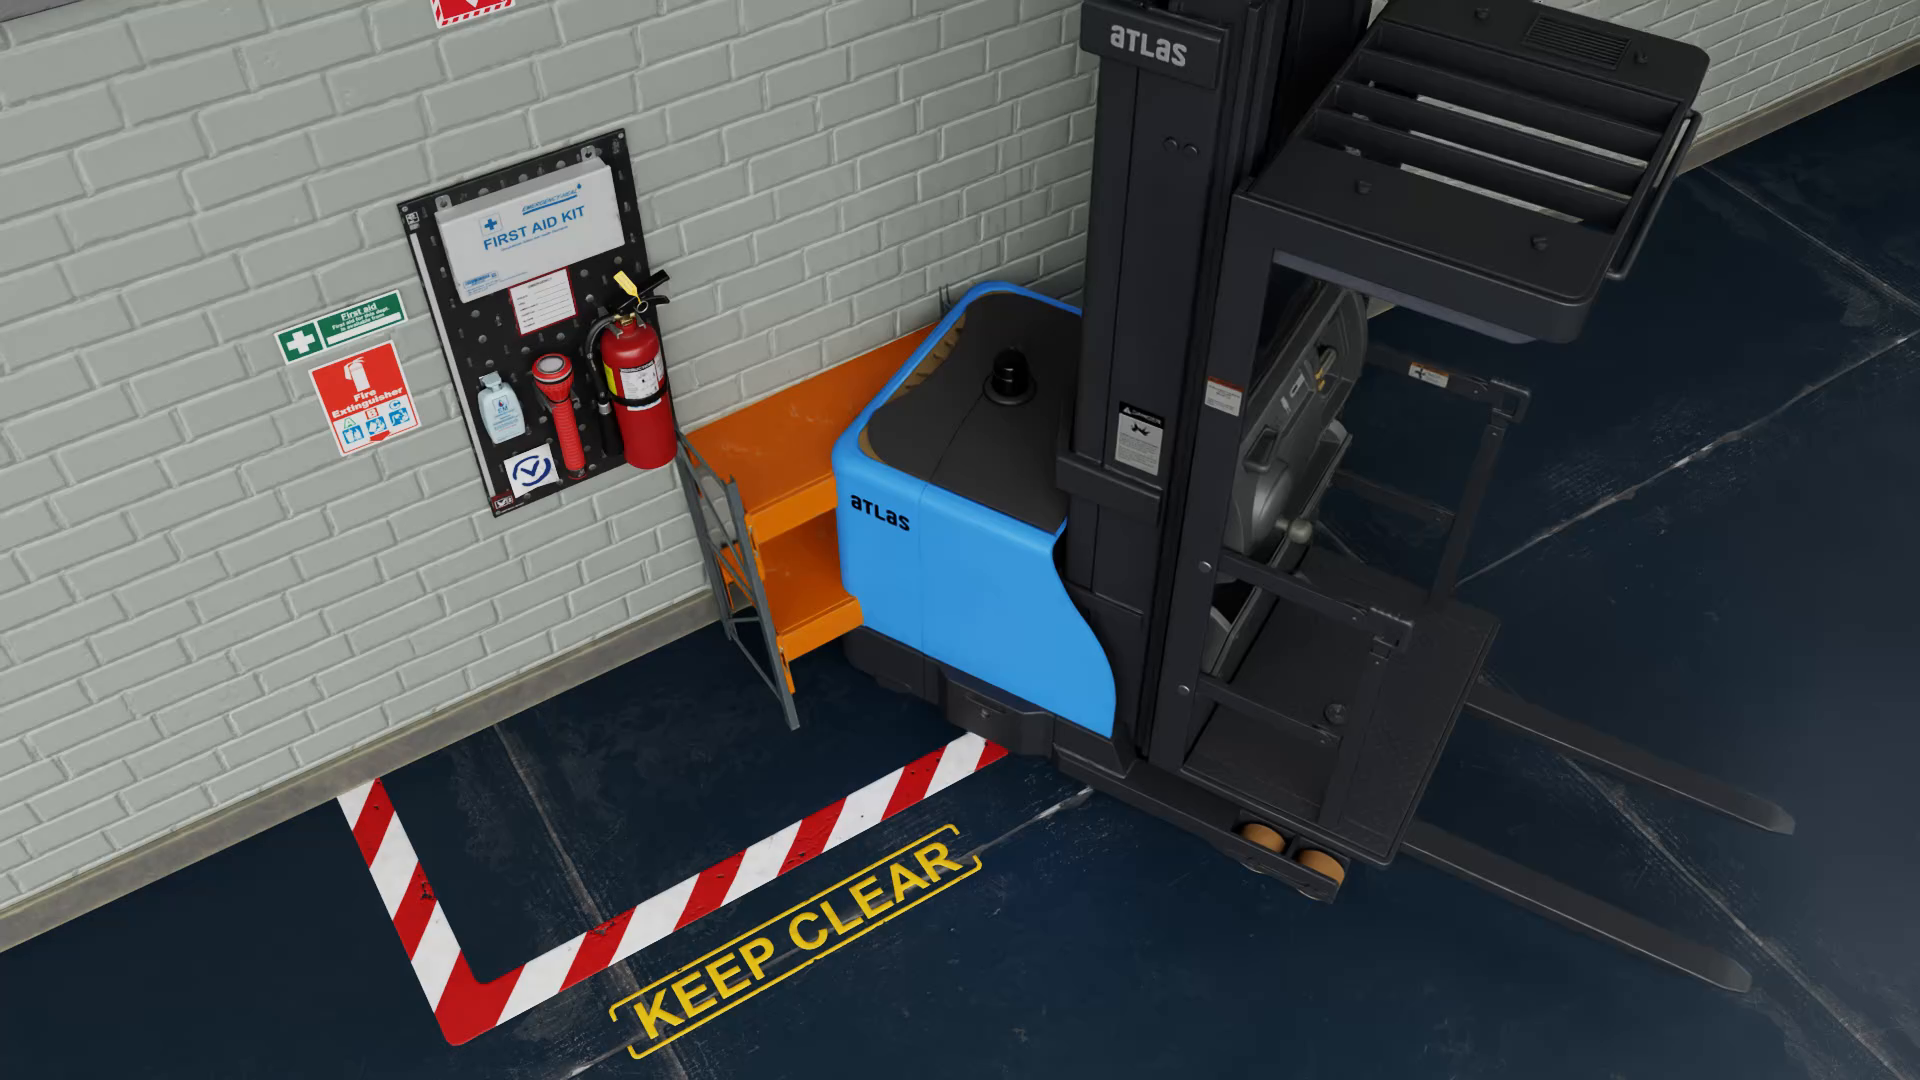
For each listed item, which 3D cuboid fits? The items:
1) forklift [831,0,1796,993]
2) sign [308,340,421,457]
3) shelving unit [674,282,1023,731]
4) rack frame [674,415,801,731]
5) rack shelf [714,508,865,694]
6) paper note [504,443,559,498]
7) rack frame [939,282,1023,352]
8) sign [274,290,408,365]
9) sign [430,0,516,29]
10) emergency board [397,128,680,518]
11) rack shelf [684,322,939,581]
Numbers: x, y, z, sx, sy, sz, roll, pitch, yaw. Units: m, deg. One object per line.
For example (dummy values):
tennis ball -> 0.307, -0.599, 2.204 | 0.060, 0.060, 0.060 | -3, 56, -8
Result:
forklift -> 1.124, -0.300, 4.555 | 3.031, 2.935, 1.130 | 23, 52, 19
sign -> -1.628, -0.386, 4.561 | 0.234, 0.329, 0.001 | -25, 53, -21
shelving unit -> -0.318, -0.114, 5.618 | 1.048, 1.125, 0.538 | -27, 46, -19
rack frame -> -0.747, 0.103, 5.453 | 0.032, 1.125, 0.500 | -27, 46, -19
rack shelf -> -0.293, 0.062, 5.786 | 1.000, 0.278, 0.538 | -27, 46, -19
paper note -> -1.292, -0.209, 5.018 | 0.142, 0.148, 0.016 | -25, 53, -21
rack frame -> 0.111, -0.332, 5.783 | 0.032, 1.125, 0.500 | -27, 46, -19
sign -> -1.619, -0.558, 4.360 | 0.331, 0.109, 0.001 | -25, 53, -21
sign -> -1.165, -1.360, 3.900 | 0.199, 0.298, 0.001 | -25, 53, -21
emergency board -> -1.105, -0.529, 4.713 | 0.643, 1.169, 0.194 | -25, 53, -21
rack shelf -> -0.347, -0.325, 5.417 | 1.000, 0.278, 0.538 | -27, 46, -19
